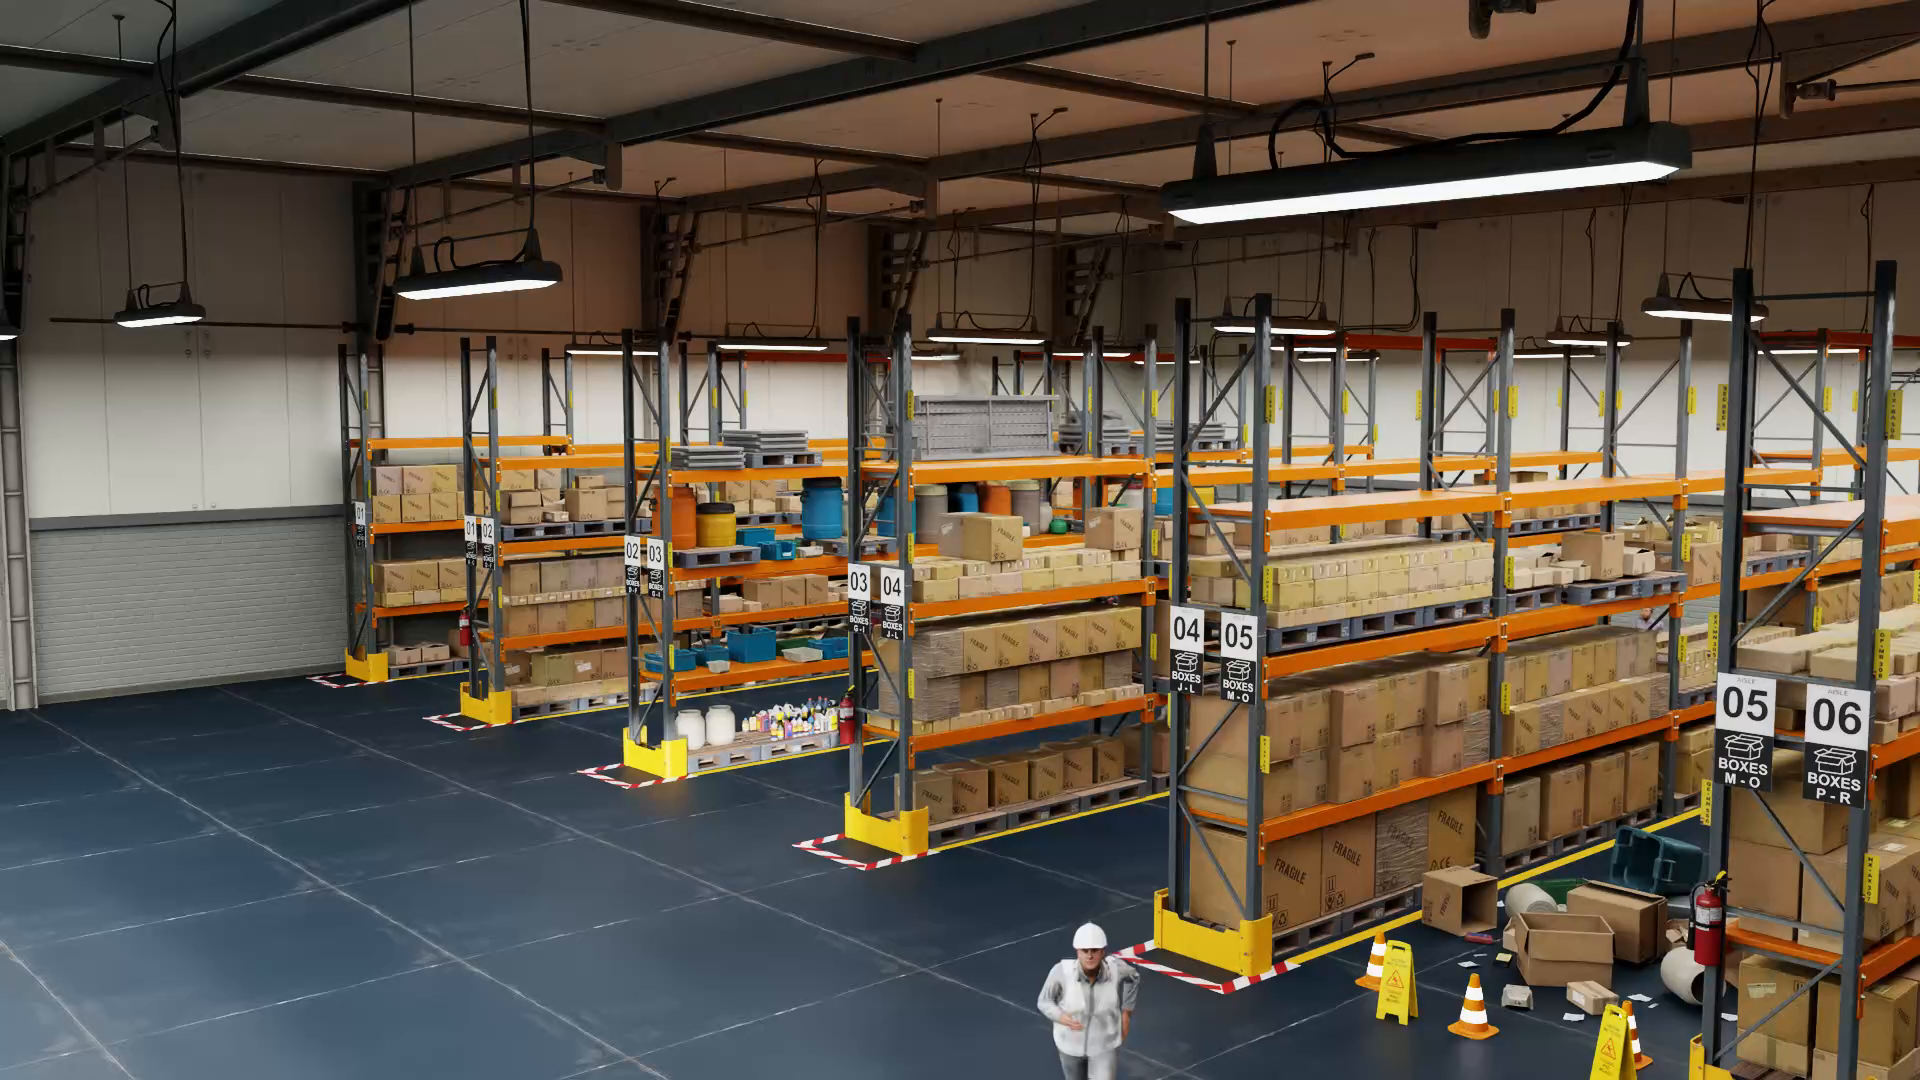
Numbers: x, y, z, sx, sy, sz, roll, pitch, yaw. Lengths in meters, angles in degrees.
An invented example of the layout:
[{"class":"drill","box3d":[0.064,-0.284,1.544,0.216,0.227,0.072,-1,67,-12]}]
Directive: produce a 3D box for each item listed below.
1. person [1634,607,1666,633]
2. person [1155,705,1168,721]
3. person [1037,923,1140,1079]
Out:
[{"class":"person","box3d":[11.359,1.913,27.465,0.603,1.688,0.698,4,7,41]},{"class":"person","box3d":[3.191,1.808,24.637,0.688,1.771,0.824,5,7,41]},{"class":"person","box3d":[0.847,3.325,10.936,0.657,1.785,1.013,1,5,9]}]
